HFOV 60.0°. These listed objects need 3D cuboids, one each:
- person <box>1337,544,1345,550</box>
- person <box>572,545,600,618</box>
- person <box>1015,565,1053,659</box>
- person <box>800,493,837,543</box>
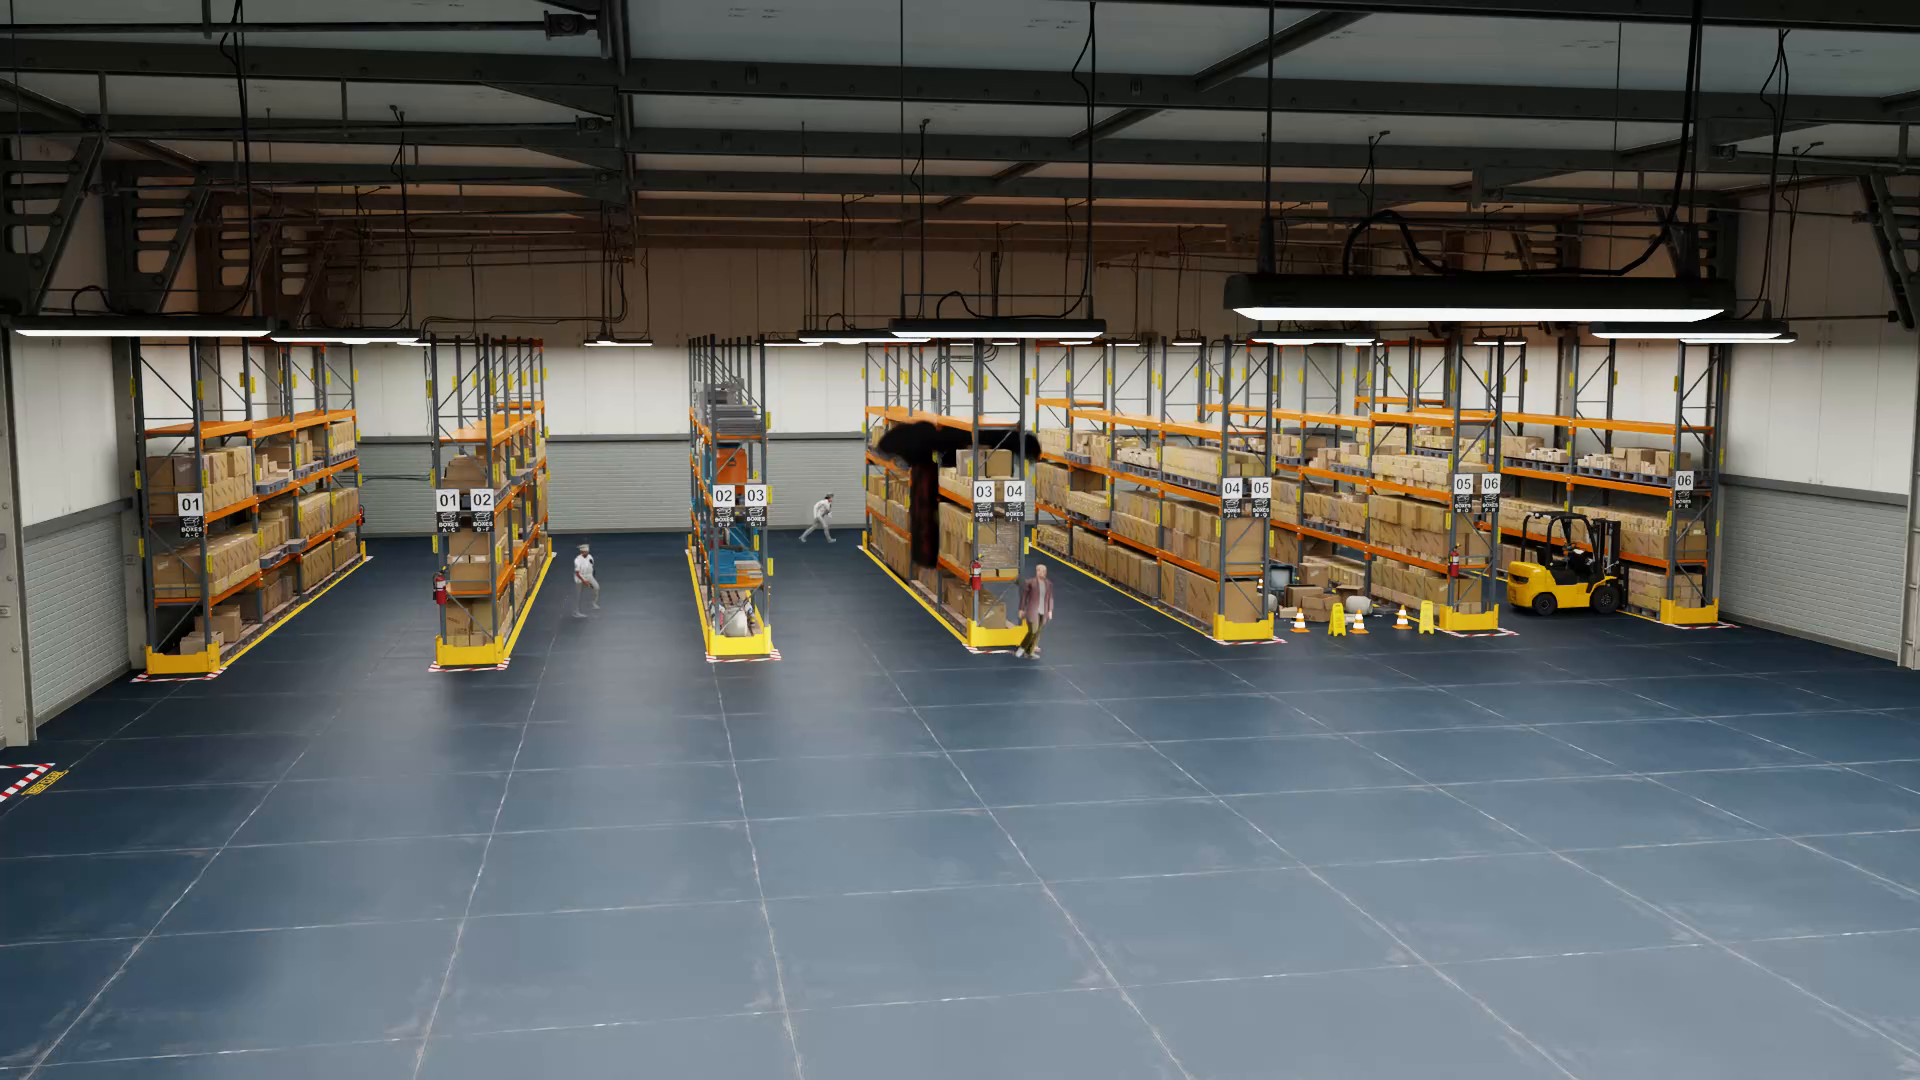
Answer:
[{"bbox_3d":[10.538,-0.496,47.299,0.600,1.640,0.947,-5,8,-35],"label":"person"},{"bbox_3d":[-7.895,0.883,35.018,0.478,1.597,1.020,-5,8,-35],"label":"person"},{"bbox_3d":[1.380,1.382,30.637,0.711,1.651,0.549,-4,8,-32],"label":"person"},{"bbox_3d":[-4.162,-0.654,49.020,1.134,1.480,0.594,2,7,18],"label":"person"}]
